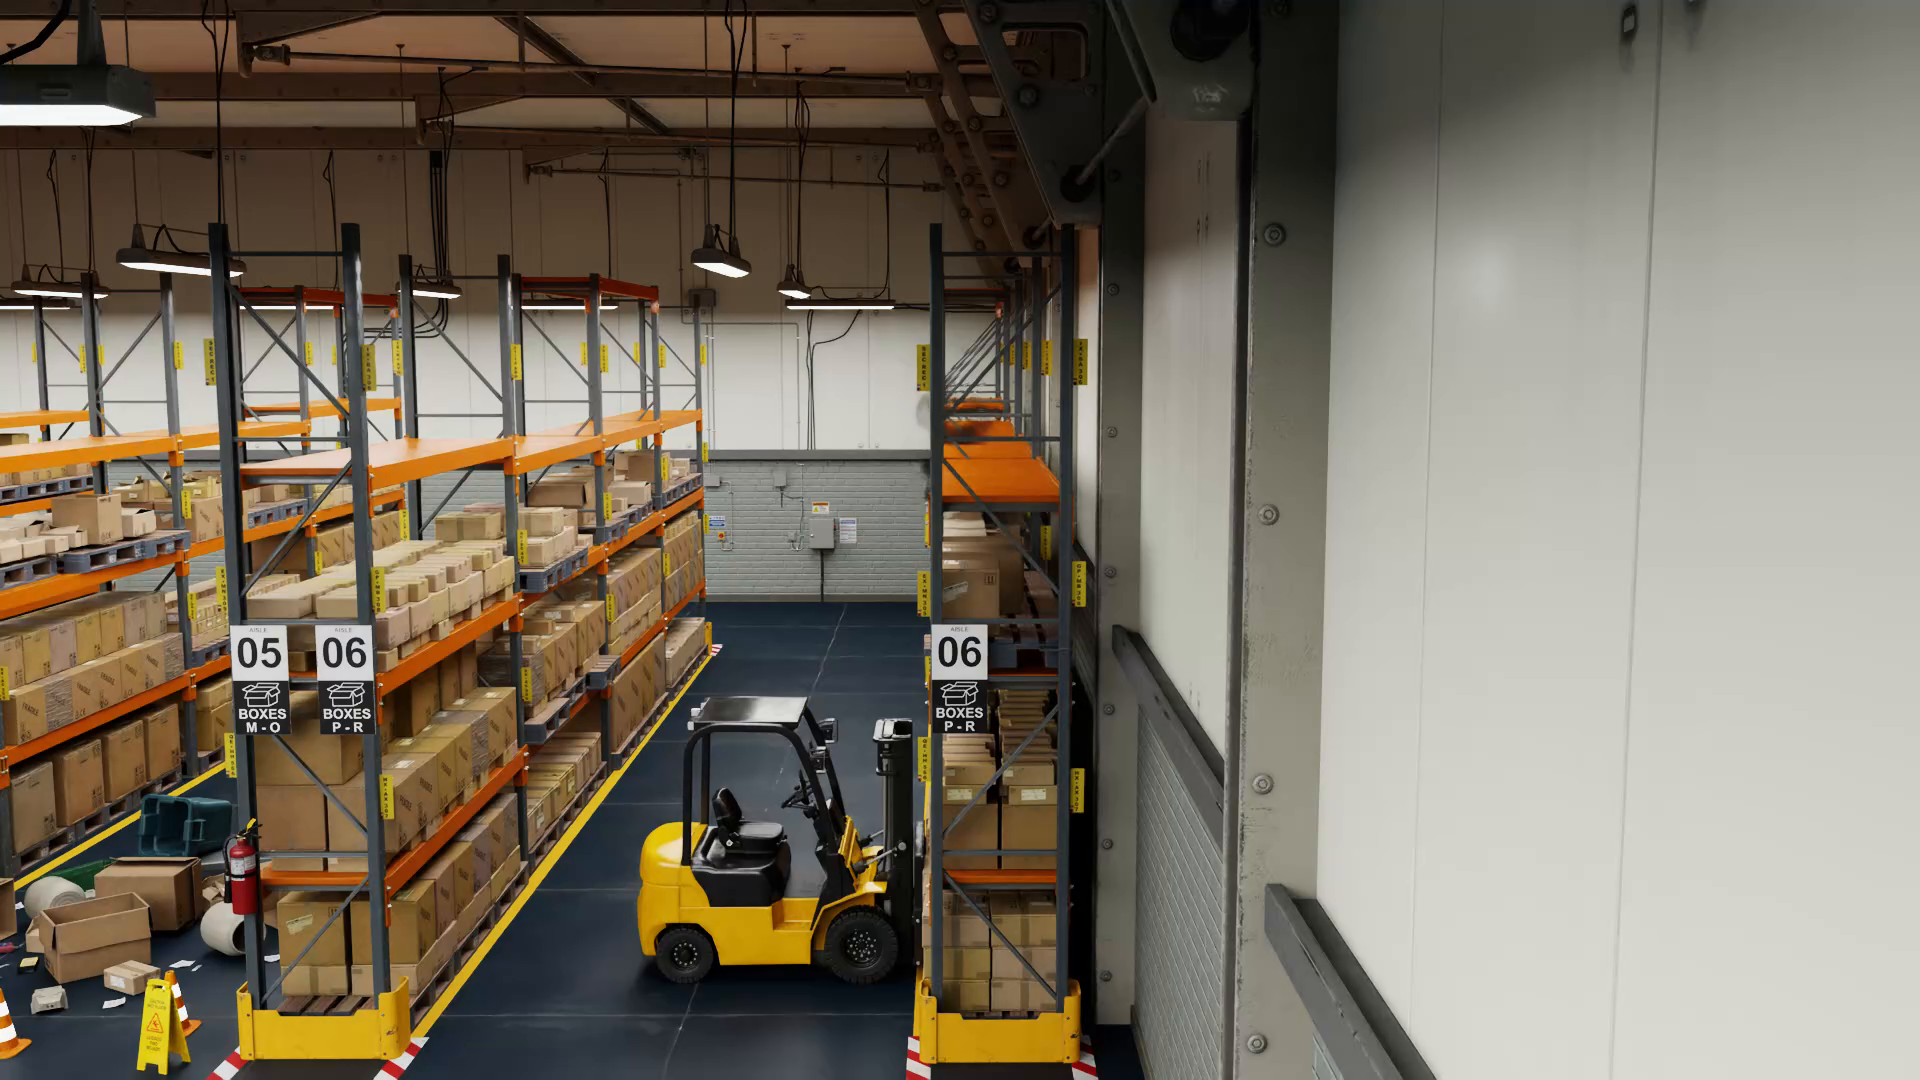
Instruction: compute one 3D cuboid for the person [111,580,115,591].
[{"bbox_3d":[-12.948,1.396,25.346,0.629,1.696,0.786,-1,7,-8],"label":"person"}]
